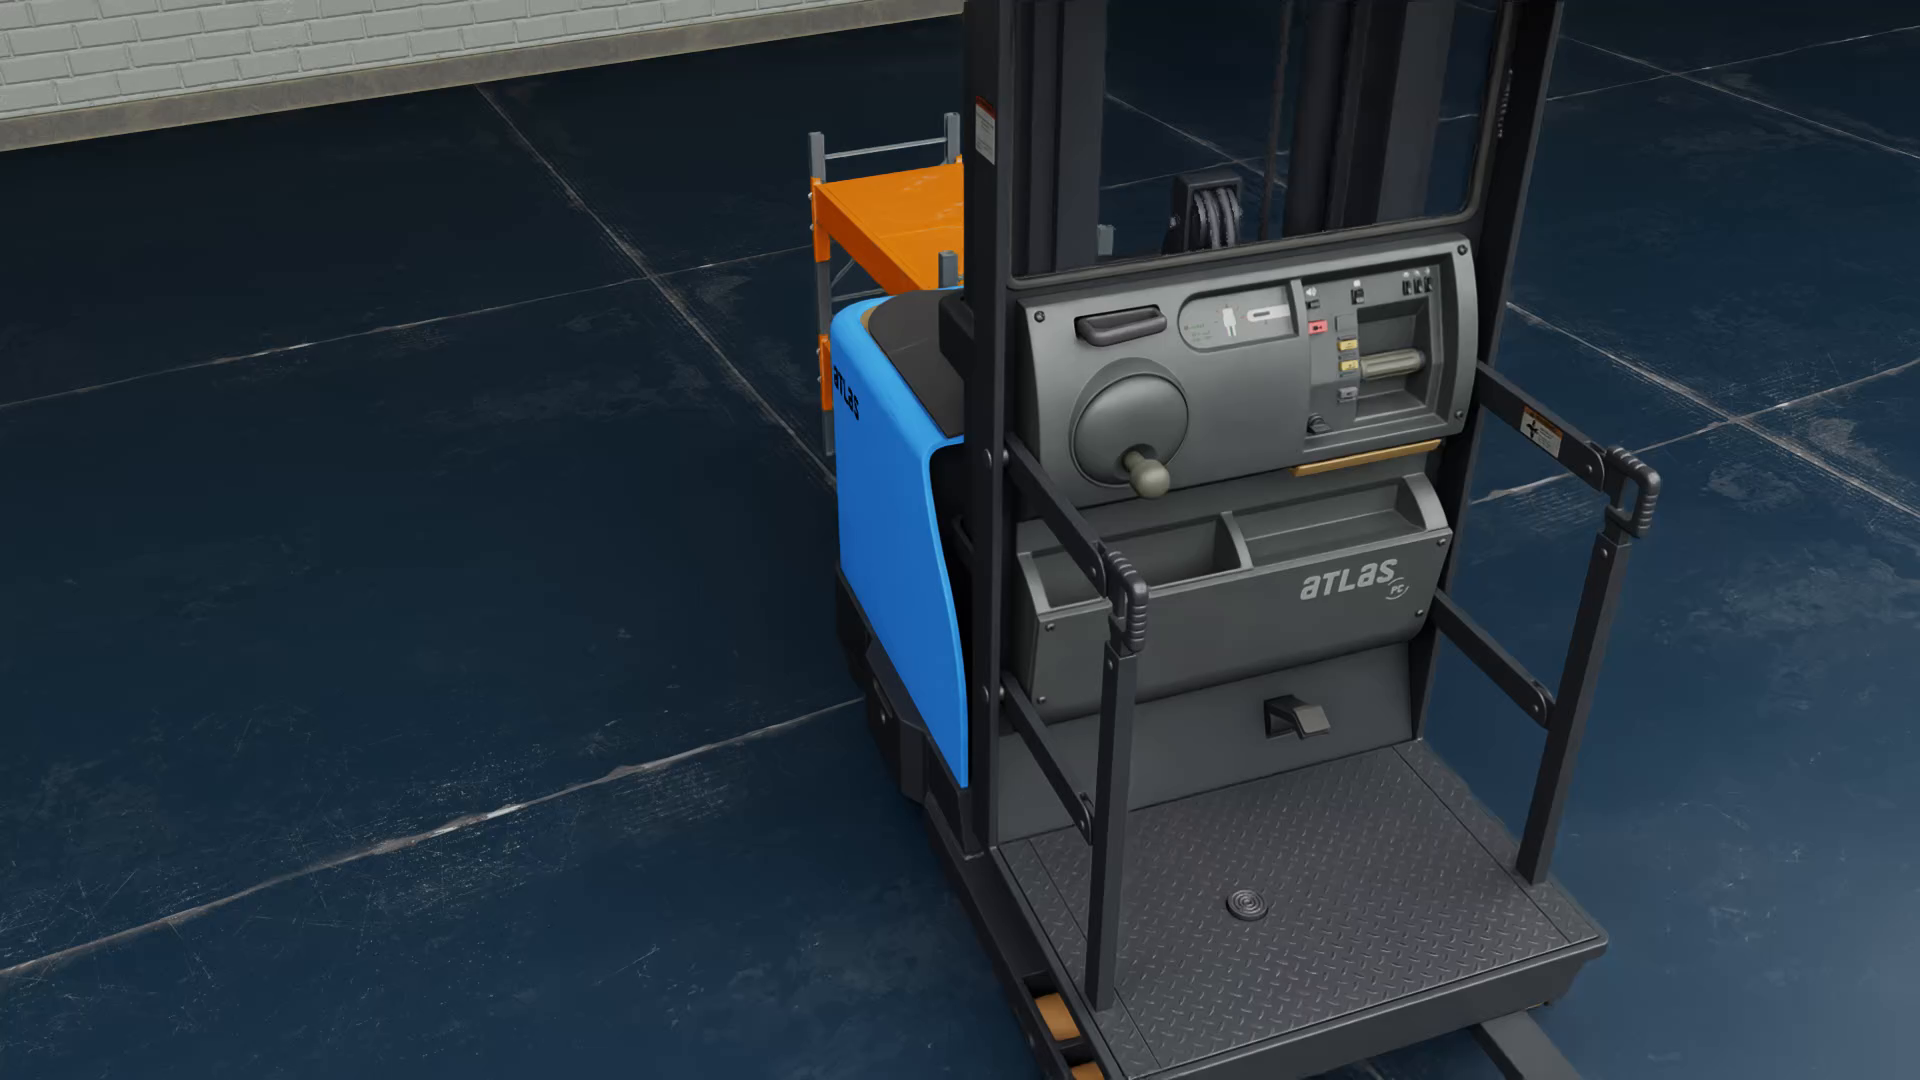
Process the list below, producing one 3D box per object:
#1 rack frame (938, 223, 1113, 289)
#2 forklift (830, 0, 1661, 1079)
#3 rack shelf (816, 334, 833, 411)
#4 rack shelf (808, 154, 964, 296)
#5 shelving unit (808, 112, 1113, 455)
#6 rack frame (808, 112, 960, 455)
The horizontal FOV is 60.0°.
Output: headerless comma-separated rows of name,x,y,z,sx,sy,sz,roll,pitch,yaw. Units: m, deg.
rack frame,0.178,-0.325,4.714,0.500,1.125,0.032,-13,35,-20
forklift,0.639,-0.270,2.955,1.130,2.935,3.031,-11,34,-17
rack shelf,-0.029,-0.370,5.237,0.538,0.278,1.000,-13,35,-20
rack shelf,-0.029,-0.822,4.948,0.538,0.278,1.000,-13,35,-20
shelving unit,-0.029,-0.575,5.105,0.538,1.125,1.048,-13,35,-20
rack frame,-0.235,-0.826,5.497,0.500,1.125,0.032,-13,35,-20
